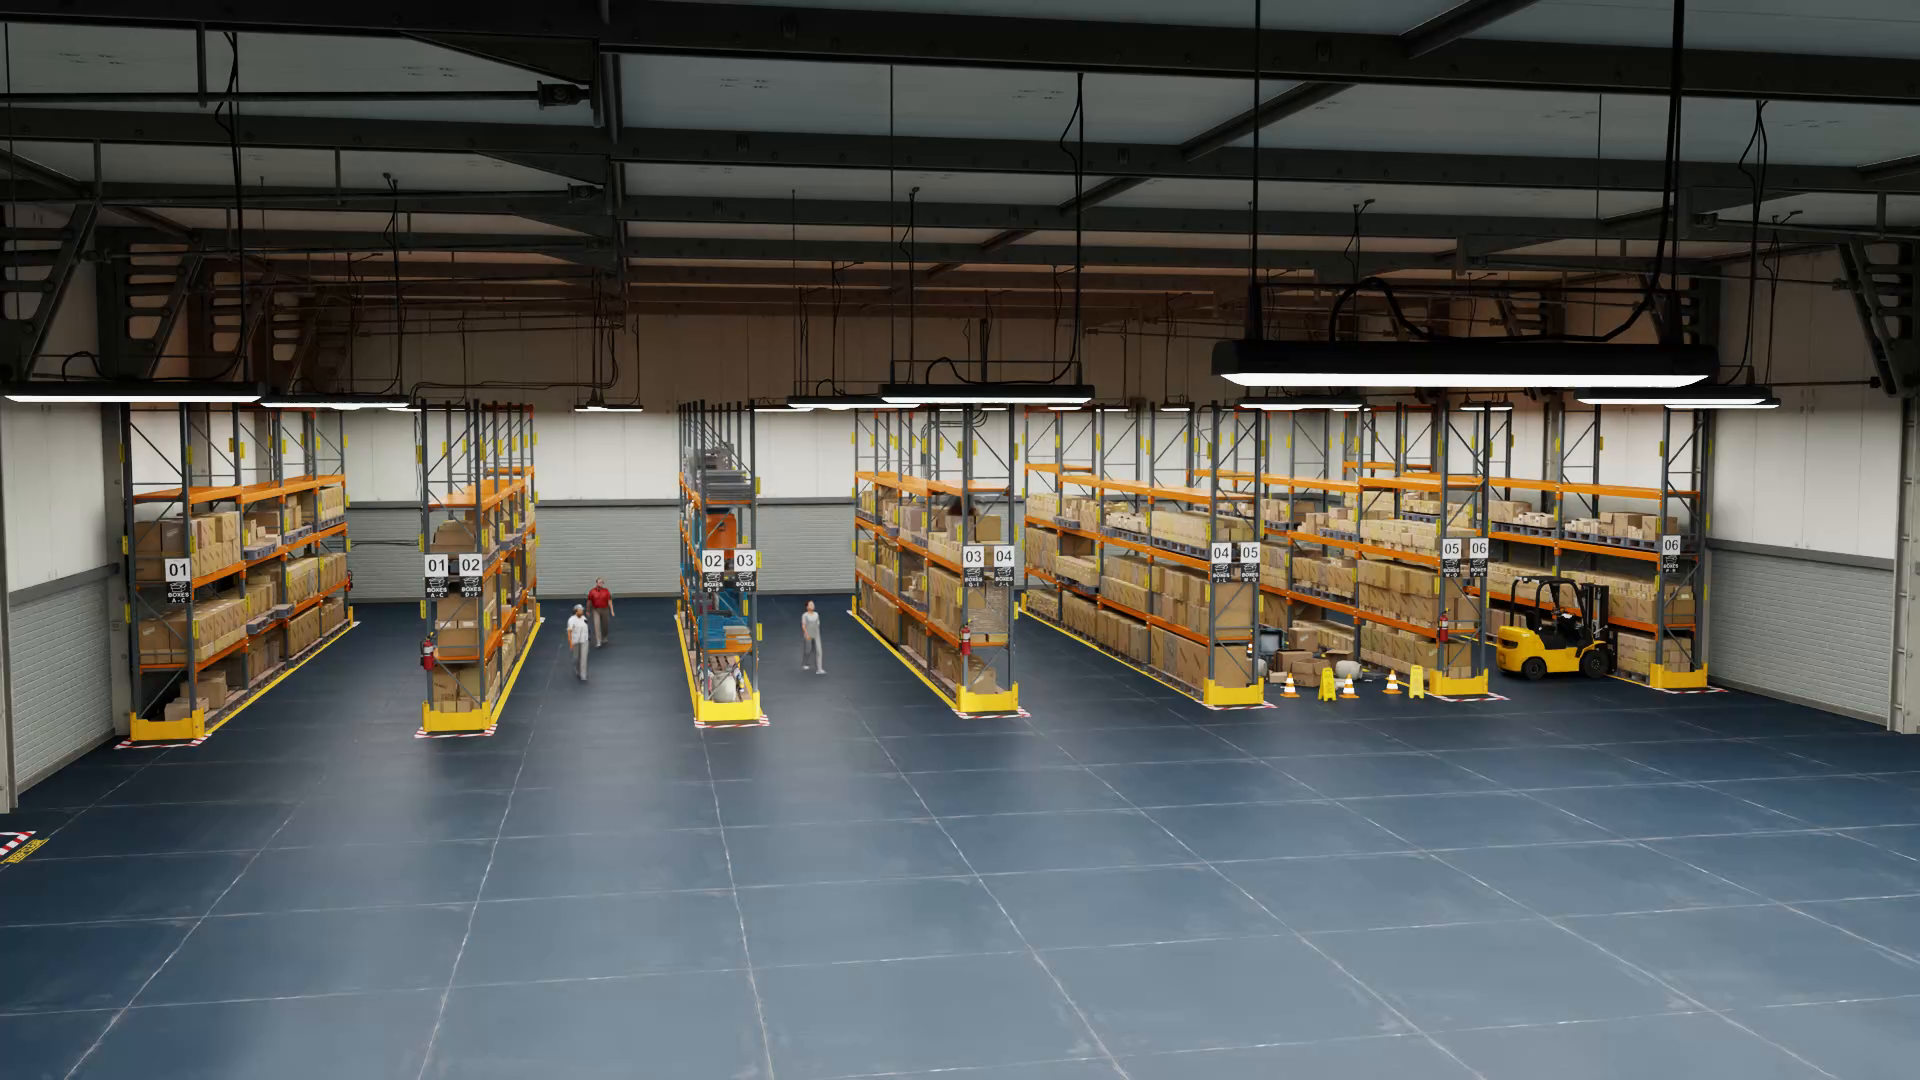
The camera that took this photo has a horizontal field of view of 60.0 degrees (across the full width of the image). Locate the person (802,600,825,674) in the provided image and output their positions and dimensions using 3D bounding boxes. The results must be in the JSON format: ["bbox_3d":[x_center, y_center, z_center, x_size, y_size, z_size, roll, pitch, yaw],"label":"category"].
[{"bbox_3d":[-3.274,2.143,36.735,0.453,1.608,1.001,-2,5,-23],"label":"person"}]

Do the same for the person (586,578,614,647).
[{"bbox_3d":[-8.906,1.787,41.114,0.685,1.673,1.086,-1,4,-15],"label":"person"}]

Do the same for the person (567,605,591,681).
[{"bbox_3d":[-8.221,2.203,35.932,0.490,1.626,0.940,0,4,-6],"label":"person"}]
